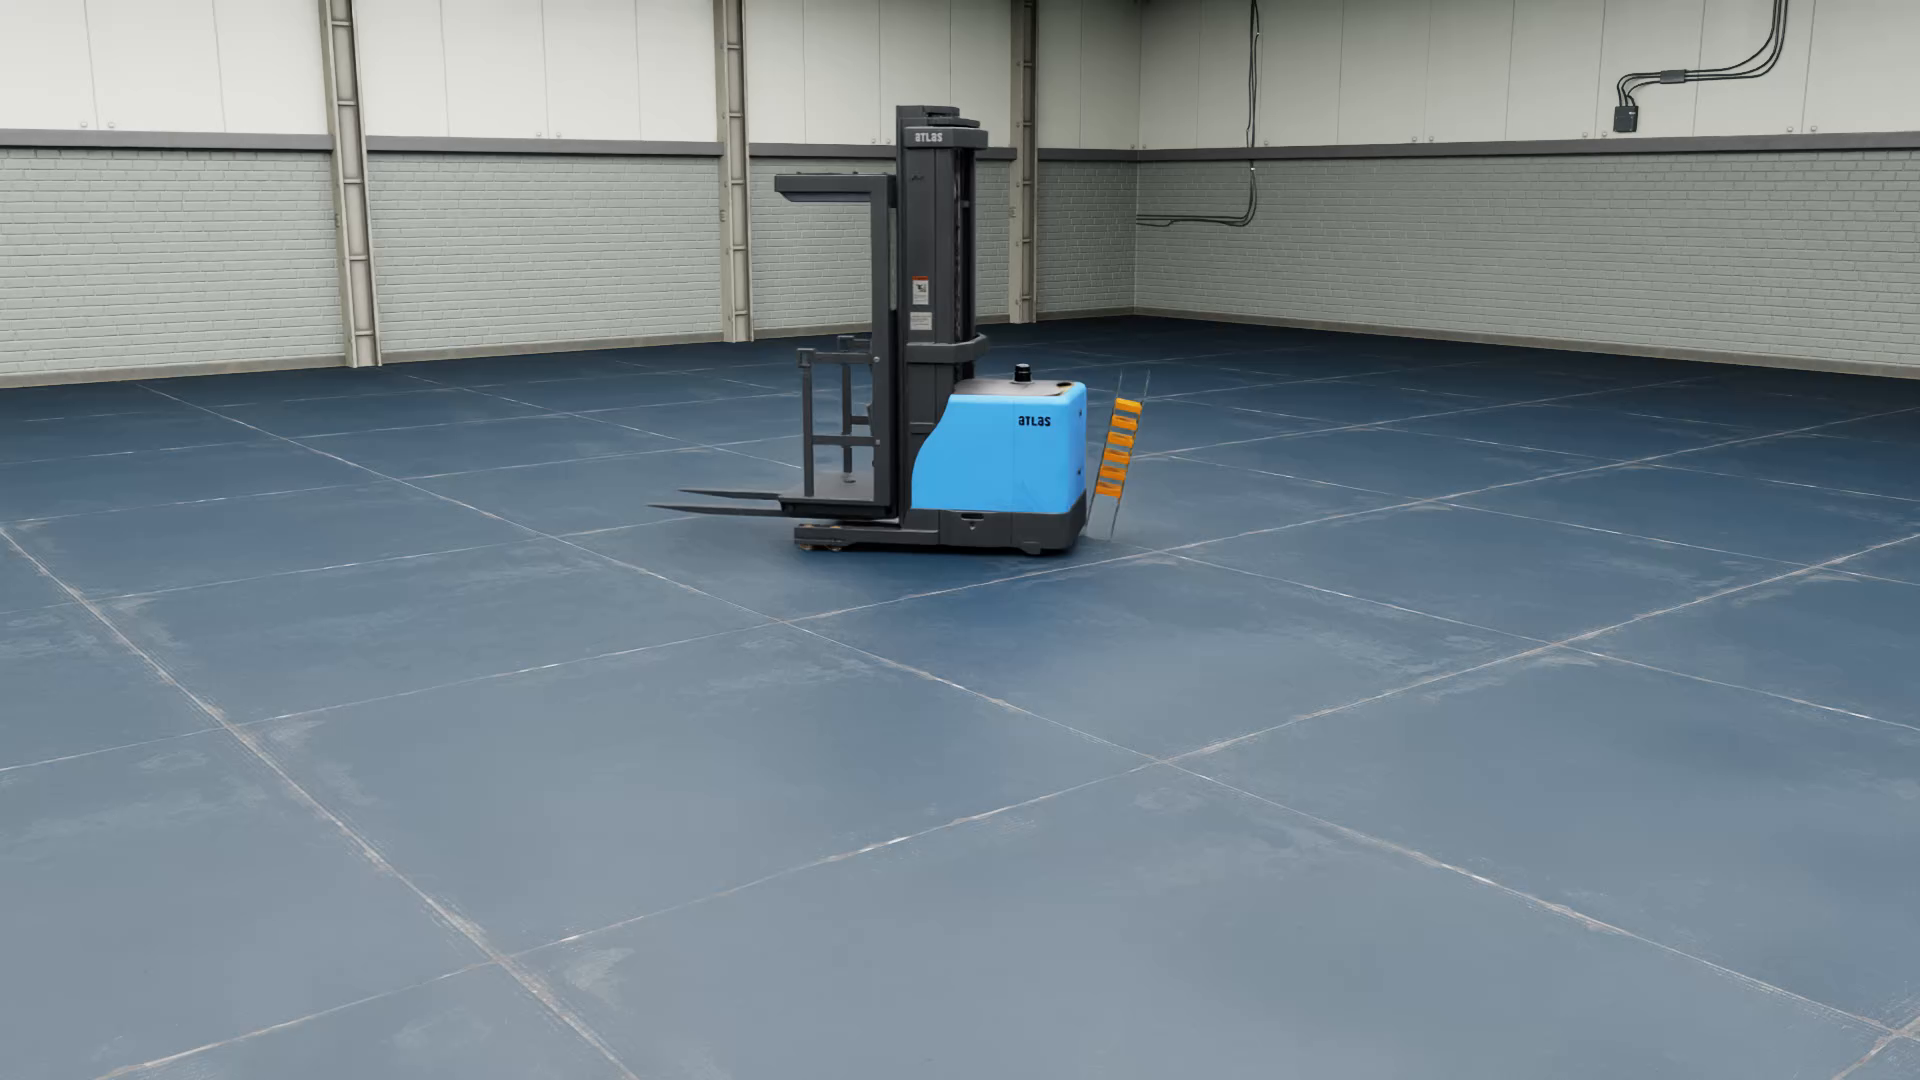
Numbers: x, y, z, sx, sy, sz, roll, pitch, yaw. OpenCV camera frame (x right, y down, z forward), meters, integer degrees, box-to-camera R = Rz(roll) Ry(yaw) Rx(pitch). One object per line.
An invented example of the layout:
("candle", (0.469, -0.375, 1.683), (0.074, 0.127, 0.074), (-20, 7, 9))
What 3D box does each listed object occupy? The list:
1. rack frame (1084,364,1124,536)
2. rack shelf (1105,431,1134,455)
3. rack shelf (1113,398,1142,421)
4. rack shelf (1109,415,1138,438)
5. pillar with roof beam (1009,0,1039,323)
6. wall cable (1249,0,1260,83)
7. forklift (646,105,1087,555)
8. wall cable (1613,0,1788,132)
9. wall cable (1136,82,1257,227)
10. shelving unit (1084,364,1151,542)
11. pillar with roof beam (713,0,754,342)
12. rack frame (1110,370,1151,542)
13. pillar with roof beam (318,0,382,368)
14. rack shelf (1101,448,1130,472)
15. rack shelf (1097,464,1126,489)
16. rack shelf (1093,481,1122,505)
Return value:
("rack frame", (1.002, -0.625, 11.560), (0.006, 1.200, 0.240), (13, 13, 3))
("rack shelf", (1.107, -0.677, 11.539), (0.180, 0.103, 0.258), (13, 13, 3))
("rack shelf", (1.156, -0.906, 11.486), (0.180, 0.103, 0.258), (13, 13, 3))
("rack shelf", (1.132, -0.792, 11.513), (0.180, 0.103, 0.258), (13, 13, 3))
("pillar with roof beam", (3.827, -7.668, 26.077), (0.400, 9.000, 9.100), (-9, 15, -38))
("wall cable", (5.954, -9.047, 27.887), (0.112, 2.526, 3.097), (-9, 15, -38))
("forklift", (-0.665, -1.468, 11.485), (3.031, 2.935, 1.130), (2, 12, 11))
("wall cable", (10.182, -8.656, 22.541), (0.169, 6.003, 2.305), (-9, 15, -38))
("wall cable", (4.264, -7.015, 30.478), (0.112, 2.526, 3.097), (-9, 15, -38))
("shelving unit", (1.091, -0.605, 11.556), (0.189, 1.200, 0.258), (13, 13, 3))
("pillar with roof beam", (-0.858, -6.890, 22.411), (0.400, 9.000, 9.100), (-9, 15, -38))
("rack frame", (1.181, -0.585, 11.552), (0.006, 1.200, 0.240), (13, 13, 3))
("pillar with roof beam", (-5.543, -6.111, 18.744), (0.400, 9.000, 9.100), (-9, 15, -38))
("rack shelf", (1.082, -0.563, 11.566), (0.180, 0.103, 0.258), (13, 13, 3))
("rack shelf", (1.058, -0.448, 11.592), (0.180, 0.103, 0.258), (13, 13, 3))
("rack shelf", (1.033, -0.334, 11.619), (0.180, 0.103, 0.258), (13, 13, 3))
